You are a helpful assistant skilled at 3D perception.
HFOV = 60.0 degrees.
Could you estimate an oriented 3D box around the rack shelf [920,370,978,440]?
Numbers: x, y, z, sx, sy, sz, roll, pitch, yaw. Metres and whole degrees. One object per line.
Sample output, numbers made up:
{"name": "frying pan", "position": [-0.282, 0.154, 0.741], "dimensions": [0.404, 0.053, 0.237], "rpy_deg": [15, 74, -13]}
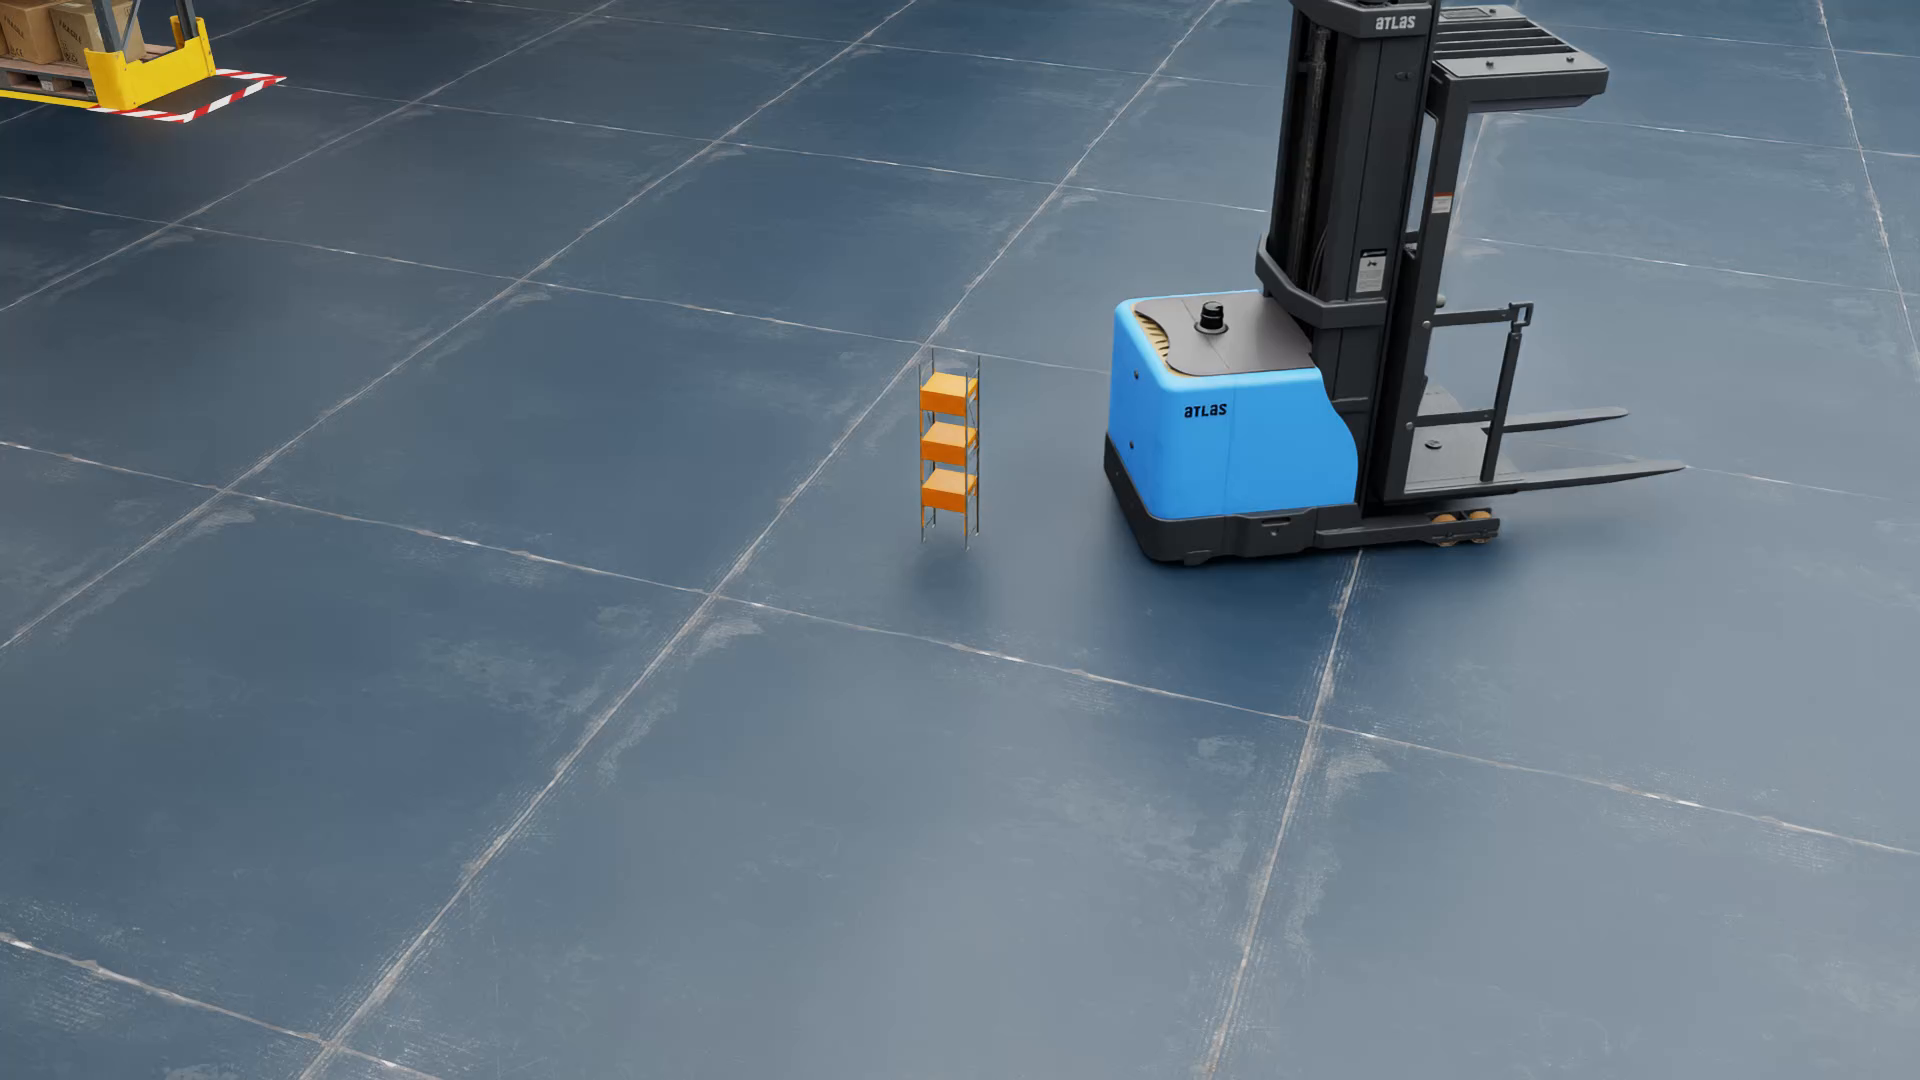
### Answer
{"name": "rack shelf", "position": [-0.050, -0.680, 8.332], "dimensions": [0.240, 0.259, 0.215], "rpy_deg": [11, 34, 16]}

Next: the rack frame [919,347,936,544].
{"name": "rack frame", "position": [-0.165, -0.473, 8.515], "dimensions": [0.008, 1.050, 0.200], "rpy_deg": [11, 34, 16]}

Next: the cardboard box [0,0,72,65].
{"name": "cardboard box", "position": [-8.343, -4.674, 15.141], "dimensions": [0.500, 0.500, 0.500], "rpy_deg": [21, 38, 29]}

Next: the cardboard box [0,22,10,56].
{"name": "cardboard box", "position": [-8.926, -4.798, 15.334], "dimensions": [0.500, 0.500, 0.500], "rpy_deg": [14, 35, 21]}

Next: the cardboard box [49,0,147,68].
{"name": "cardboard box", "position": [-7.769, -4.582, 14.999], "dimensions": [0.500, 0.500, 0.500], "rpy_deg": [18, 37, 25]}

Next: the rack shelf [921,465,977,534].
{"name": "rack shelf", "position": [-0.050, -0.208, 8.637], "dimensions": [0.240, 0.259, 0.215], "rpy_deg": [11, 34, 16]}

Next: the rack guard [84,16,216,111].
{"name": "rack guard", "position": [-7.258, -4.297, 14.944], "dimensions": [0.348, 0.500, 1.175], "rpy_deg": [11, 34, 16]}

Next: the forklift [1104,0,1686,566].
{"name": "forklift", "position": [2.363, -1.475, 8.332], "dimensions": [3.031, 2.935, 1.130], "rpy_deg": [-5, 33, -8]}

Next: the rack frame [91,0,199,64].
{"name": "rack frame", "position": [-7.187, -5.333, 14.244], "dimensions": [0.127, 3.000, 1.000], "rpy_deg": [11, 34, 16]}

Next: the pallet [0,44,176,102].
{"name": "pallet", "position": [-8.011, -4.342, 15.281], "dimensions": [1.213, 0.211, 1.003], "rpy_deg": [11, 34, 16]}

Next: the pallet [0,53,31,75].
{"name": "pallet", "position": [-9.156, -4.566, 15.628], "dimensions": [1.213, 0.211, 1.003], "rpy_deg": [11, 34, 16]}

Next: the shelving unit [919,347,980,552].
{"name": "shelving unit", "position": [-0.050, -0.451, 8.480], "dimensions": [0.252, 1.050, 0.215], "rpy_deg": [11, 34, 16]}

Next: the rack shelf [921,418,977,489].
{"name": "rack shelf", "position": [-0.050, -0.442, 8.486], "dimensions": [0.240, 0.259, 0.215], "rpy_deg": [11, 34, 16]}

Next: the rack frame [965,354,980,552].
{"name": "rack frame", "position": [0.064, -0.429, 8.446], "dimensions": [0.008, 1.050, 0.200], "rpy_deg": [11, 34, 16]}
